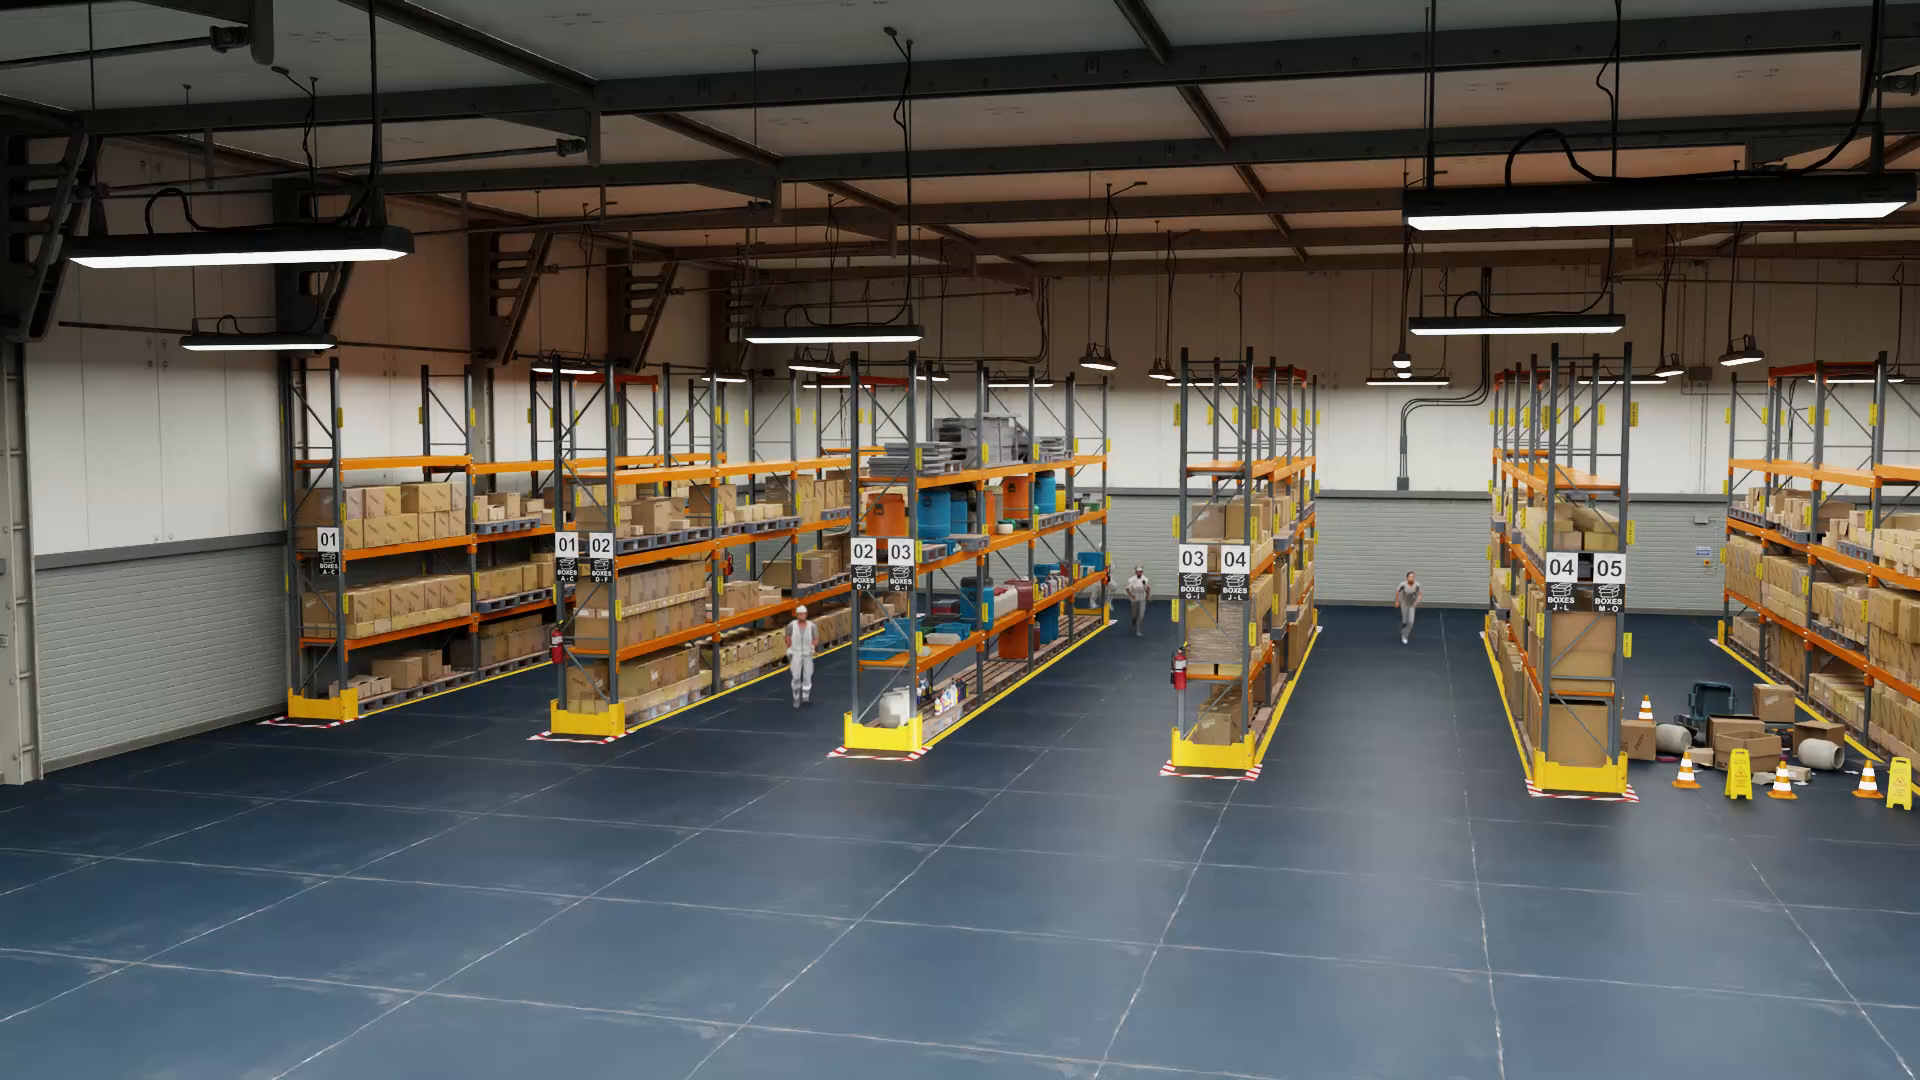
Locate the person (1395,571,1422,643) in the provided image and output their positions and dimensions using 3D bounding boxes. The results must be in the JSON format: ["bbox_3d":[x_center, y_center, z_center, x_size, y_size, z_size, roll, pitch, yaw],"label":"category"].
[{"bbox_3d":[10.012,1.483,37.140,0.552,1.604,0.631,0,4,1],"label":"person"}]

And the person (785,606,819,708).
[{"bbox_3d":[-2.729,2.030,28.768,0.577,1.818,0.797,-1,4,-10],"label":"person"}]

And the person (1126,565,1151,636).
[{"bbox_3d":[4.111,1.382,38.357,0.575,1.641,0.720,0,4,3],"label":"person"}]

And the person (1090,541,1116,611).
[{"bbox_3d":[3.757,0.945,43.190,0.848,1.836,0.671,4,6,40],"label":"person"}]
